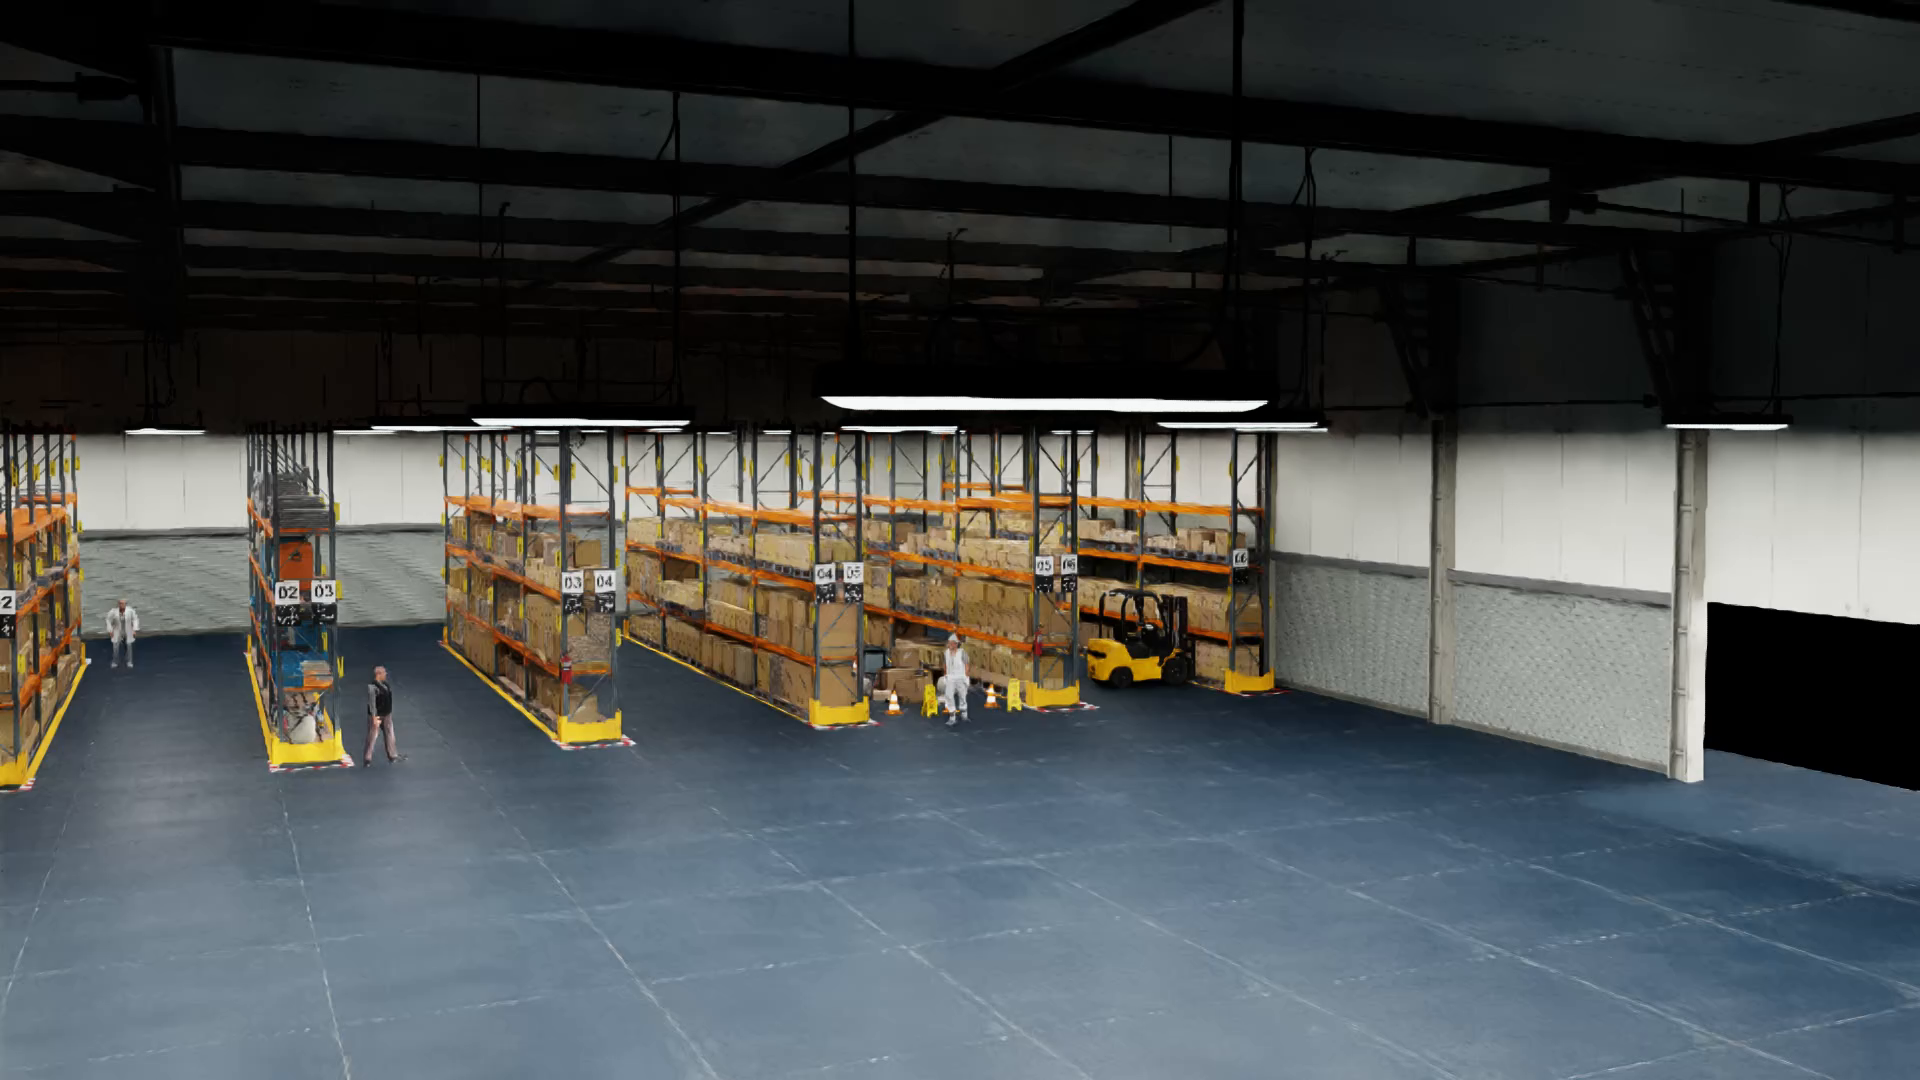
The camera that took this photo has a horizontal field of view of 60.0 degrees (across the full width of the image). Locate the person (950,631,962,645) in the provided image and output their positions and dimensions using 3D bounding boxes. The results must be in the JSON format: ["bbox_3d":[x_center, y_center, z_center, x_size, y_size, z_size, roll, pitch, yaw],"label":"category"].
[{"bbox_3d":[-0.193,2.039,44.583,0.503,1.764,0.624,0,4,5],"label":"person"}]

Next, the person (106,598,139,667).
[{"bbox_3d":[-20.723,2.291,41.147,0.729,1.733,0.546,-2,4,-26],"label":"person"}]

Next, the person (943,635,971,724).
[{"bbox_3d":[-0.063,2.770,33.149,0.565,1.778,0.579,1,4,18],"label":"person"}]

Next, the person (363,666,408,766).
[{"bbox_3d":[-10.073,3.042,28.968,0.564,1.709,0.733,1,4,12],"label":"person"}]
